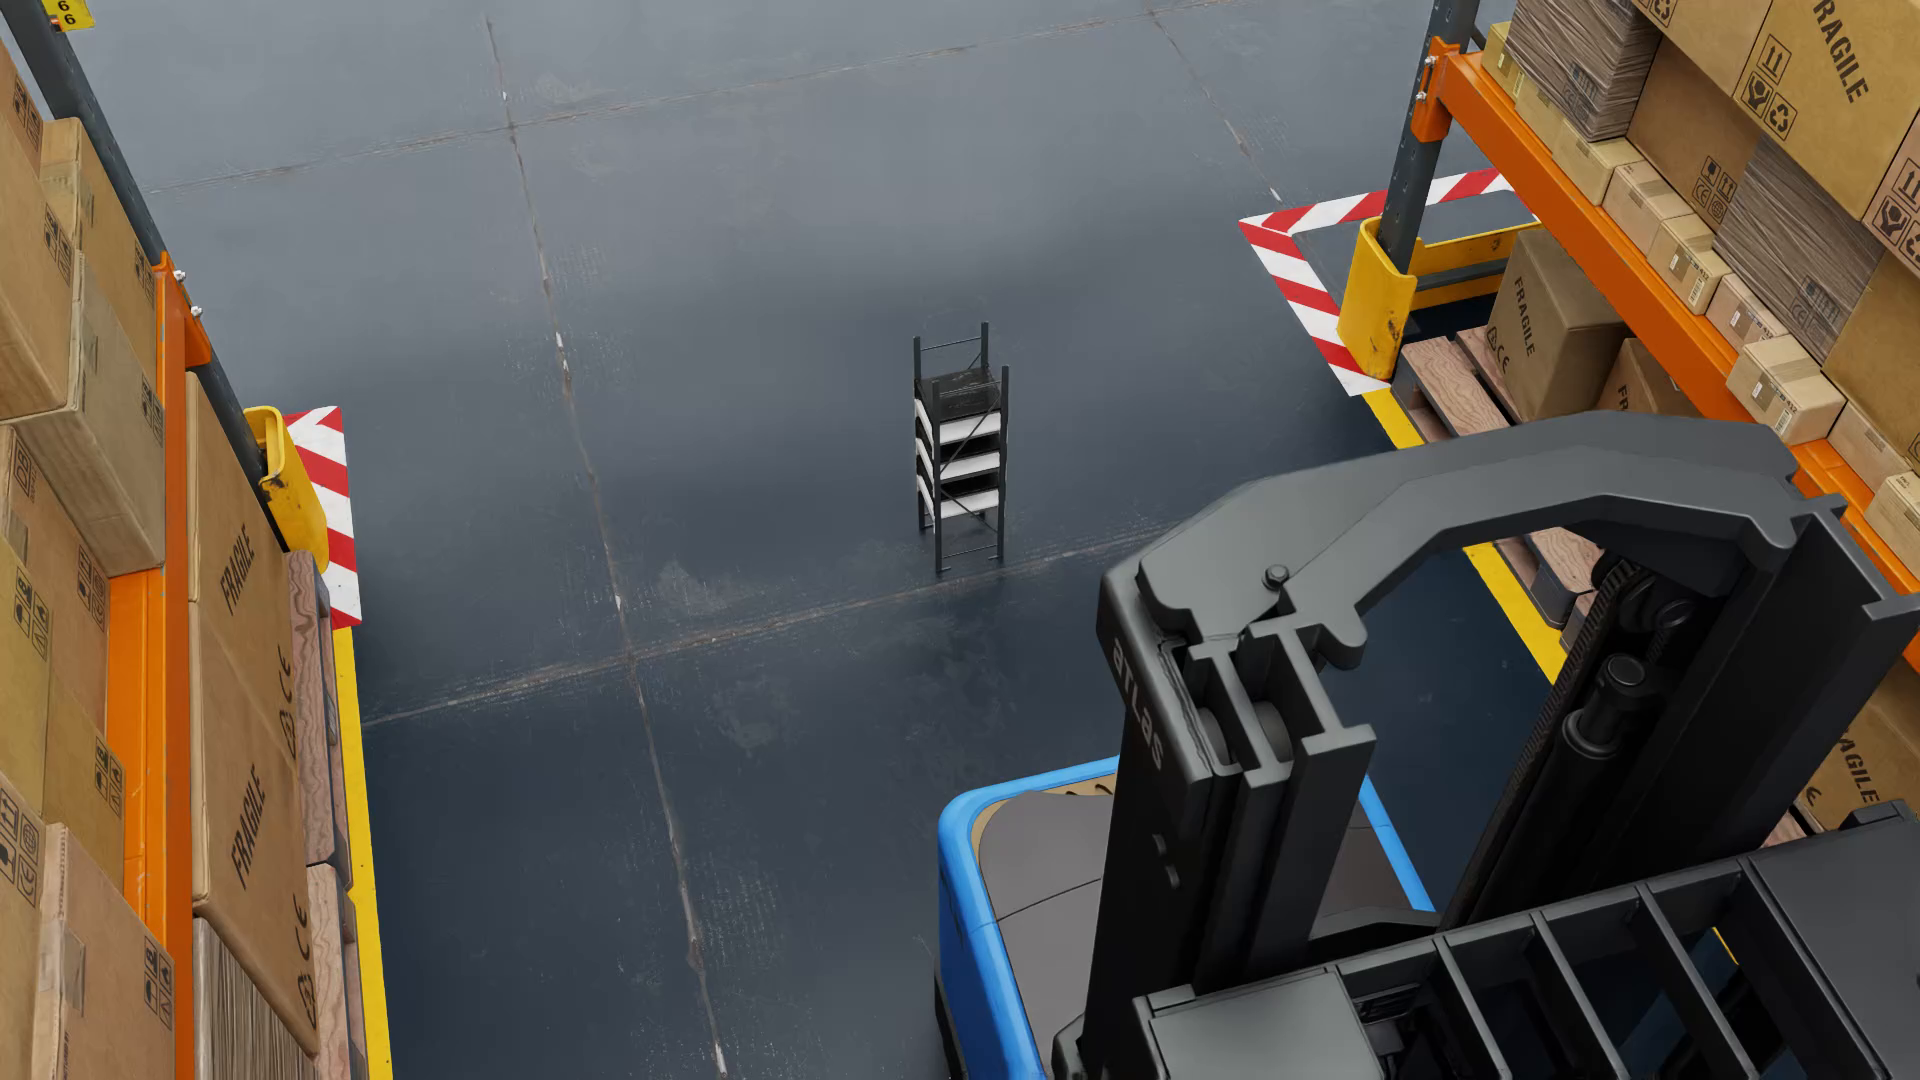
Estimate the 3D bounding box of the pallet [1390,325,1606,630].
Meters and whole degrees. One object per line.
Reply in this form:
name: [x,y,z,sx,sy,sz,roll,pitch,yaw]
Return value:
pallet: [2.256,-0.315,5.877,1.003,0.211,1.213,-13,51,-11]

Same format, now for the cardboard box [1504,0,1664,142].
cardboard box: [2.163,-1.591,4.869,0.875,0.500,0.500,-13,51,-11]

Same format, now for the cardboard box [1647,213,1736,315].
cardboard box: [2.160,-0.792,4.620,0.380,0.149,0.250,-13,51,-11]

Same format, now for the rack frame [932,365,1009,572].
rack frame: [0.032,-0.210,5.338,0.240,0.900,0.006,-13,51,-11]

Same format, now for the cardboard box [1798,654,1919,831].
cardboard box: [2.695,0.568,4.670,0.500,0.500,0.500,-17,52,-14]

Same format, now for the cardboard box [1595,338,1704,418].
cardboard box: [2.405,-0.311,5.411,0.500,0.500,0.500,-2,50,-1]

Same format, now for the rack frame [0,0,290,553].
rack frame: [-2.741,-0.823,4.482,1.000,3.000,0.127,-13,51,-11]

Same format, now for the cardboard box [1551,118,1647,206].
cardboard box: [1.999,-1.154,4.926,0.380,0.149,0.250,-13,51,-11]

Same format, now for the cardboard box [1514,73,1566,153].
cardboard box: [1.939,-1.340,5.082,0.380,0.149,0.250,-13,51,-11]

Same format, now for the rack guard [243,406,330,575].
rack guard: [-2.748,-0.035,5.452,1.175,0.500,0.348,-13,51,-11]

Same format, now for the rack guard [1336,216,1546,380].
rack guard: [2.050,-1.009,6.274,1.175,0.500,0.348,-13,51,-11]

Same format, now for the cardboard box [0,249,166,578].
cardboard box: [-2.404,-0.214,3.870,0.875,0.550,0.550,-13,51,-11]

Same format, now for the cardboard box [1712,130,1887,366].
cardboard box: [2.533,-0.878,4.268,0.875,0.500,0.500,-13,51,-11]

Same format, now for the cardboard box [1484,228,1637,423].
cardboard box: [2.196,-0.740,5.772,0.500,0.500,0.500,-5,50,-4]

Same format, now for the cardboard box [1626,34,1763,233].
cardboard box: [2.426,-1.253,4.584,0.875,0.500,0.500,-13,51,-11]

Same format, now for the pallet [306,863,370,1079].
pallet: [-2.073,1.532,4.321,1.003,0.211,1.213,-13,51,-11]

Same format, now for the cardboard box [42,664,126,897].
cardboard box: [-2.163,0.602,3.183,0.875,0.550,0.500,-13,51,-11]

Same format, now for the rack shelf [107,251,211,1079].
rack shelf: [-2.150,0.870,3.525,1.077,0.370,4.000,-13,51,-11]

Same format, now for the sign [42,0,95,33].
sign: [-2.219,-1.385,4.043,0.100,0.325,0.005,-13,51,-11]

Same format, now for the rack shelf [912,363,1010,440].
rack shelf: [0.002,-0.437,5.220,0.258,0.077,0.200,-13,51,-11]

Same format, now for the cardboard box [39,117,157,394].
cardboard box: [-2.588,-0.610,4.205,0.875,0.550,0.550,-13,51,-11]

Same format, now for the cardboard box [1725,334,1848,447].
cardboard box: [2.235,-0.410,4.298,0.380,0.149,0.250,-13,51,-11]

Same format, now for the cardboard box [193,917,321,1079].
cardboard box: [-1.947,1.515,3.626,0.875,0.875,0.875,-13,51,-11]

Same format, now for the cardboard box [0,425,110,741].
cardboard box: [-2.359,0.224,3.501,0.875,0.550,0.550,-13,51,-11]

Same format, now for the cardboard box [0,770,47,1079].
cardboard box: [-1.936,0.624,2.458,0.875,0.550,0.550,-13,51,-11]

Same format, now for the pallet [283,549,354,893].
pallet: [-2.430,0.642,5.071,1.003,0.211,1.213,-13,51,-11]

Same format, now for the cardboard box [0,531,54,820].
cardboard box: [-2.101,0.239,2.782,0.875,0.550,0.500,-13,51,-11]

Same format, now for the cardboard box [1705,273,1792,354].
cardboard box: [2.260,-0.616,4.472,0.380,0.149,0.250,-13,51,-11]

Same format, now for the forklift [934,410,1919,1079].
forklift: [0.811,1.338,2.705,1.130,2.935,3.031,-12,51,-10]

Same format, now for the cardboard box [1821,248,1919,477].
cardboard box: [2.669,-0.510,3.958,0.875,0.500,0.500,-13,51,-11]

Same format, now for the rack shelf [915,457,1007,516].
rack shelf: [0.002,-0.205,5.495,0.258,0.077,0.200,-13,51,-11]

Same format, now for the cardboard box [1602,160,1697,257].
cardboard box: [2.093,-0.977,4.776,0.380,0.149,0.250,-13,51,-11]

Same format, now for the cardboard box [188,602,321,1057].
cardboard box: [-2.215,0.849,4.187,0.875,0.875,0.875,-14,51,-12]

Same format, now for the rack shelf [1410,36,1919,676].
rack shelf: [2.619,-0.178,4.409,1.077,0.370,4.000,-13,51,-11]

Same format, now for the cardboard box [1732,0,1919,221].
cardboard box: [2.220,-1.126,3.823,0.500,0.500,0.500,-13,51,-11]

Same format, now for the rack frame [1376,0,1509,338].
rack frame: [2.027,-1.870,5.365,1.000,3.000,0.127,-13,51,-11]

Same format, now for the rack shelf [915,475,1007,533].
rack shelf: [0.002,-0.147,5.564,0.258,0.077,0.200,-13,51,-11]

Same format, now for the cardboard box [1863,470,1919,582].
cardboard box: [2.436,-0.057,4.001,0.380,0.149,0.250,-13,51,-11]

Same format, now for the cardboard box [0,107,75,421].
cardboard box: [-2.417,-0.559,3.455,0.875,0.550,0.550,-13,51,-11]

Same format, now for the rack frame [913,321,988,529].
rack frame: [-0.028,-0.358,5.464,0.240,0.900,0.006,-13,51,-11]

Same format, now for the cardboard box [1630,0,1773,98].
cardboard box: [2.071,-1.491,4.131,0.500,0.500,0.500,-13,51,-11]

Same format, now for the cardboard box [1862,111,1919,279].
cardboard box: [2.373,-0.762,3.517,0.500,0.500,0.500,-13,51,-11]

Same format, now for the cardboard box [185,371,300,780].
cardboard box: [-2.477,0.207,4.729,0.875,0.875,0.875,-13,51,-11]

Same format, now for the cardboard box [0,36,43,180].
cardboard box: [-2.668,-0.939,3.776,0.875,0.550,0.550,-13,51,-11]

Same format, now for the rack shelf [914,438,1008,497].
rack shelf: [0.002,-0.263,5.426,0.258,0.077,0.200,-13,51,-11]

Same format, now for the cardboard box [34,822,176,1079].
cardboard box: [-1.910,0.966,2.876,0.875,0.550,0.550,-13,51,-11]

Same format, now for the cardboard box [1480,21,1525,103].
cardboard box: [1.884,-1.527,5.240,0.380,0.149,0.250,-13,51,-11]

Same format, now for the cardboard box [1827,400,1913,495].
cardboard box: [2.435,-0.257,4.169,0.380,0.149,0.250,-13,51,-11]

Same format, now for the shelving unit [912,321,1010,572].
shelving unit: [0.002,-0.284,5.401,0.258,0.900,0.210,-13,51,-11]

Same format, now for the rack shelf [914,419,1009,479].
rack shelf: [0.002,-0.321,5.358,0.258,0.077,0.200,-13,51,-11]

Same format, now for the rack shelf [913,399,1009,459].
rack shelf: [0.002,-0.379,5.289,0.258,0.077,0.200,-13,51,-11]

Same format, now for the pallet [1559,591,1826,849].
pallet: [2.613,0.575,5.127,1.003,0.211,1.213,-13,51,-11]
